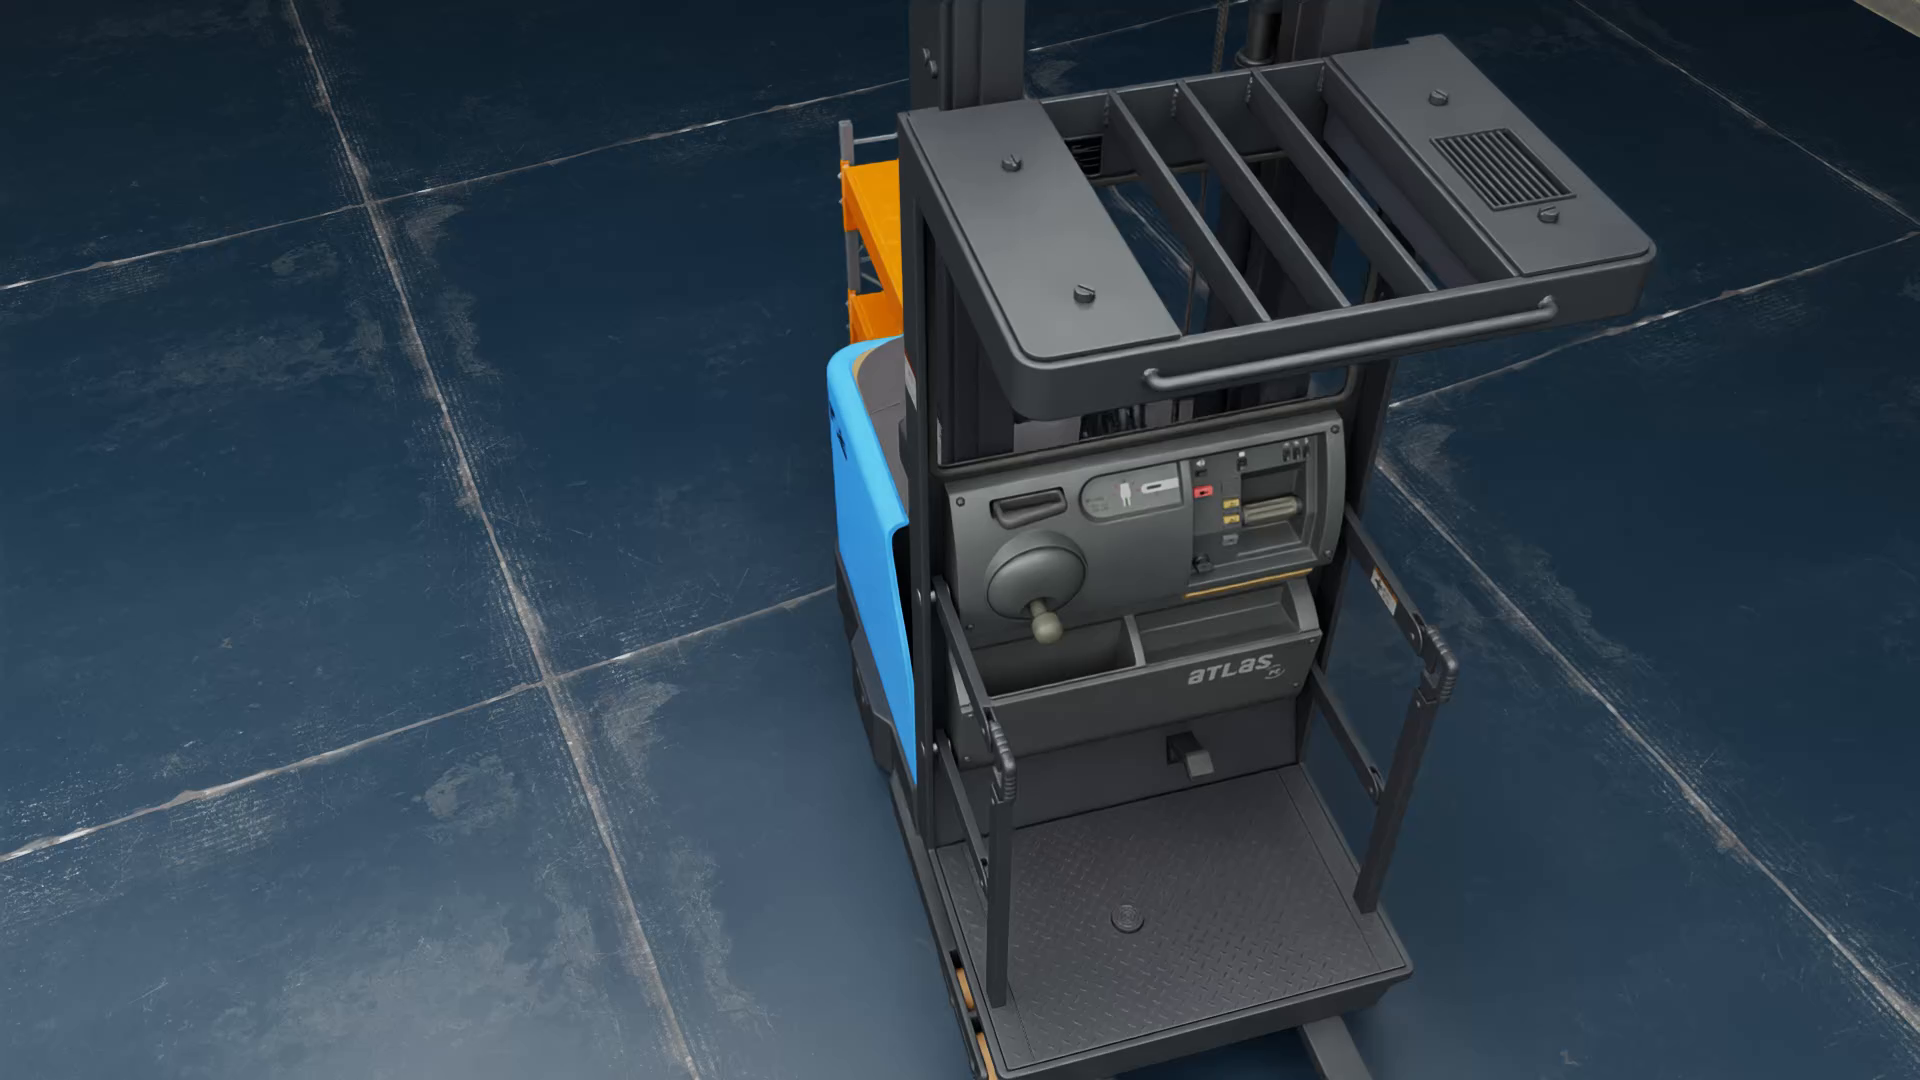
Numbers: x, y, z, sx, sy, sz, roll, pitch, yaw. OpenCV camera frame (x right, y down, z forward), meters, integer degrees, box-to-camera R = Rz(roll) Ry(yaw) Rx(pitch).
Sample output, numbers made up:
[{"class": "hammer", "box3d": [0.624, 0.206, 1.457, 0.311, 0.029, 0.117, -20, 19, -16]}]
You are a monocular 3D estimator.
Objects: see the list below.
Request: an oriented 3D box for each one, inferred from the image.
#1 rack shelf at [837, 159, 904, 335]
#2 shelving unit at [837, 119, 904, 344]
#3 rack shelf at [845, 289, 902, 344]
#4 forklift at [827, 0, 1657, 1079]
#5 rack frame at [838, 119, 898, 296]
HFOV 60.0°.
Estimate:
[{"class": "rack shelf", "box3d": [-0.026, -0.904, 5.448, 0.538, 0.278, 1.000, -11, 46, -11]}, {"class": "shelving unit", "box3d": [-0.026, -0.696, 5.654, 0.538, 1.125, 1.048, -11, 46, -11]}, {"class": "rack shelf", "box3d": [-0.026, -0.522, 5.826, 0.538, 0.278, 1.000, -11, 46, -11]}, {"class": "forklift", "box3d": [0.491, 0.067, 3.595, 1.130, 2.935, 3.031, -11, 46, -11]}, {"class": "rack frame", "box3d": [-0.163, -1.039, 6.003, 0.500, 1.125, 0.032, -11, 46, -11]}]
